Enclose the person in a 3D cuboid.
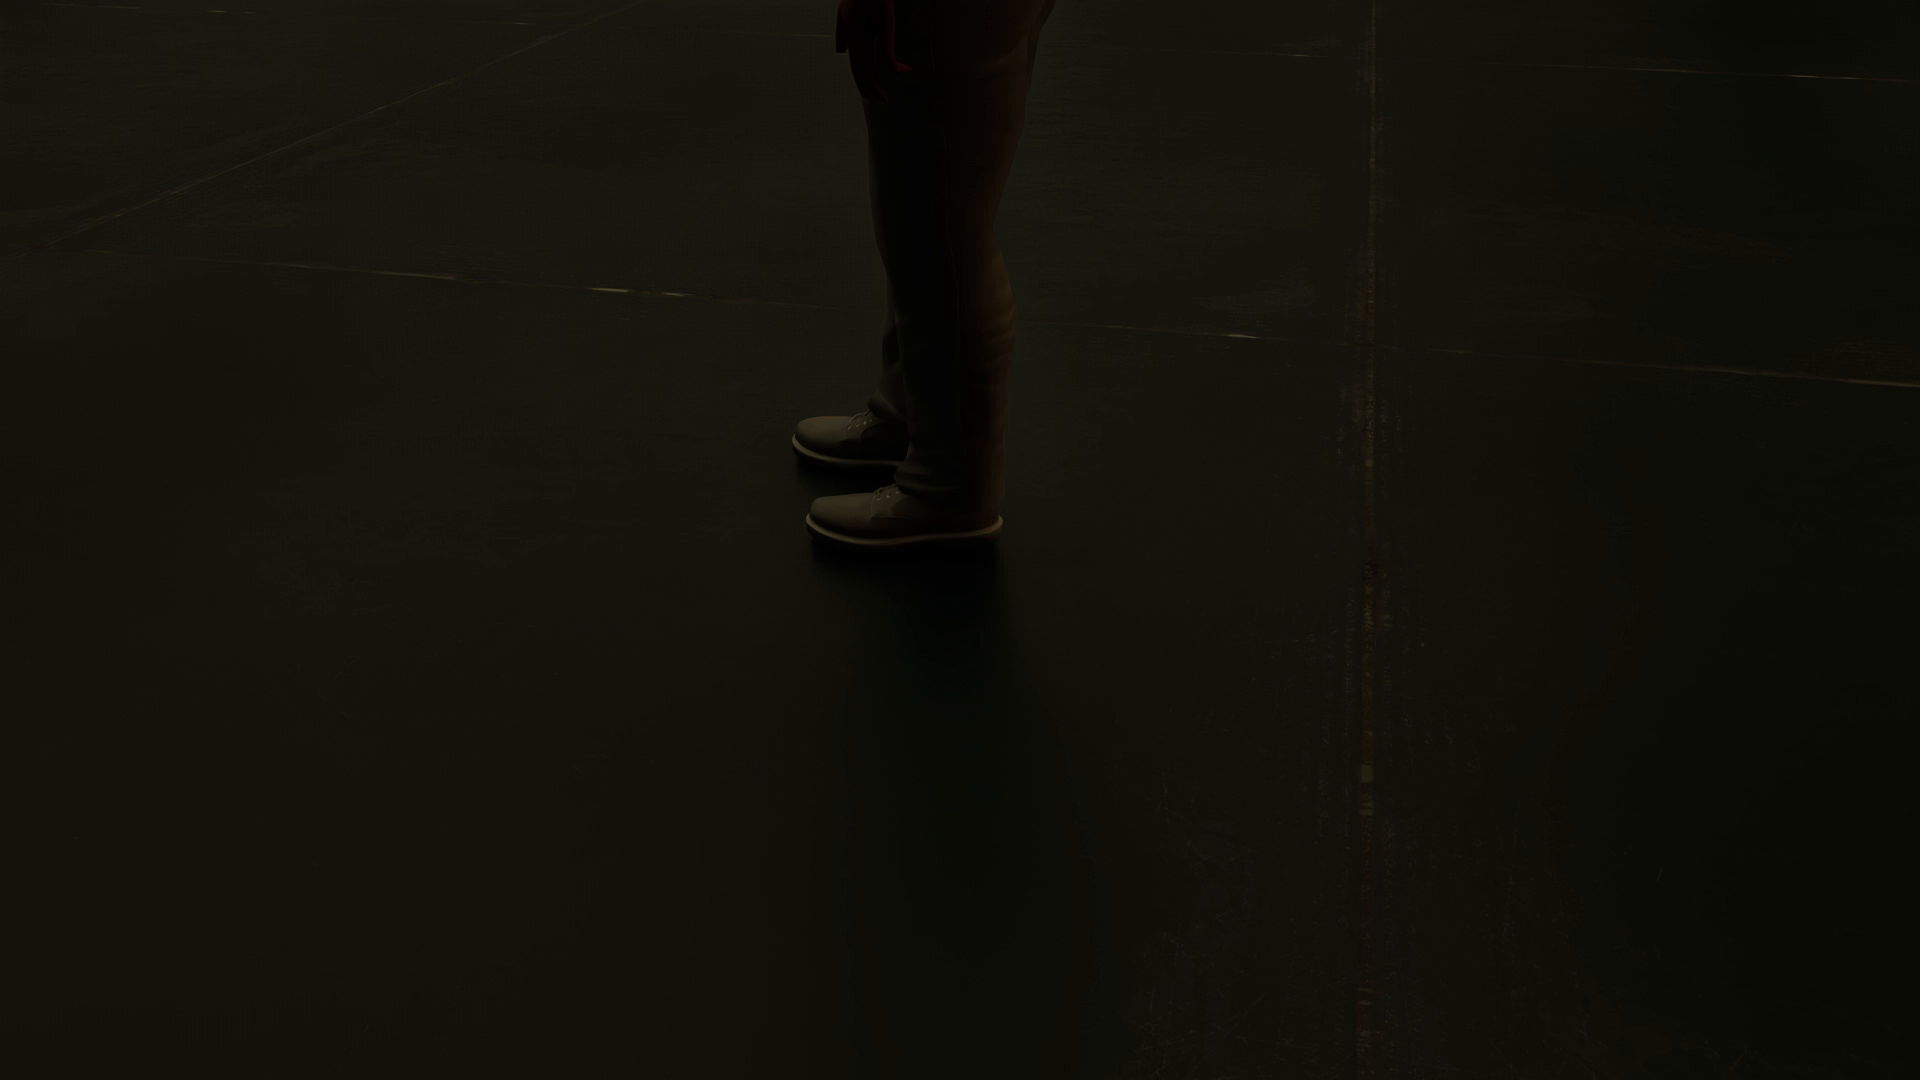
[{"bbox_3d":[-0.069,-0.779,2.147,0.528,1.695,0.569,6,27,11],"label":"person"}]
